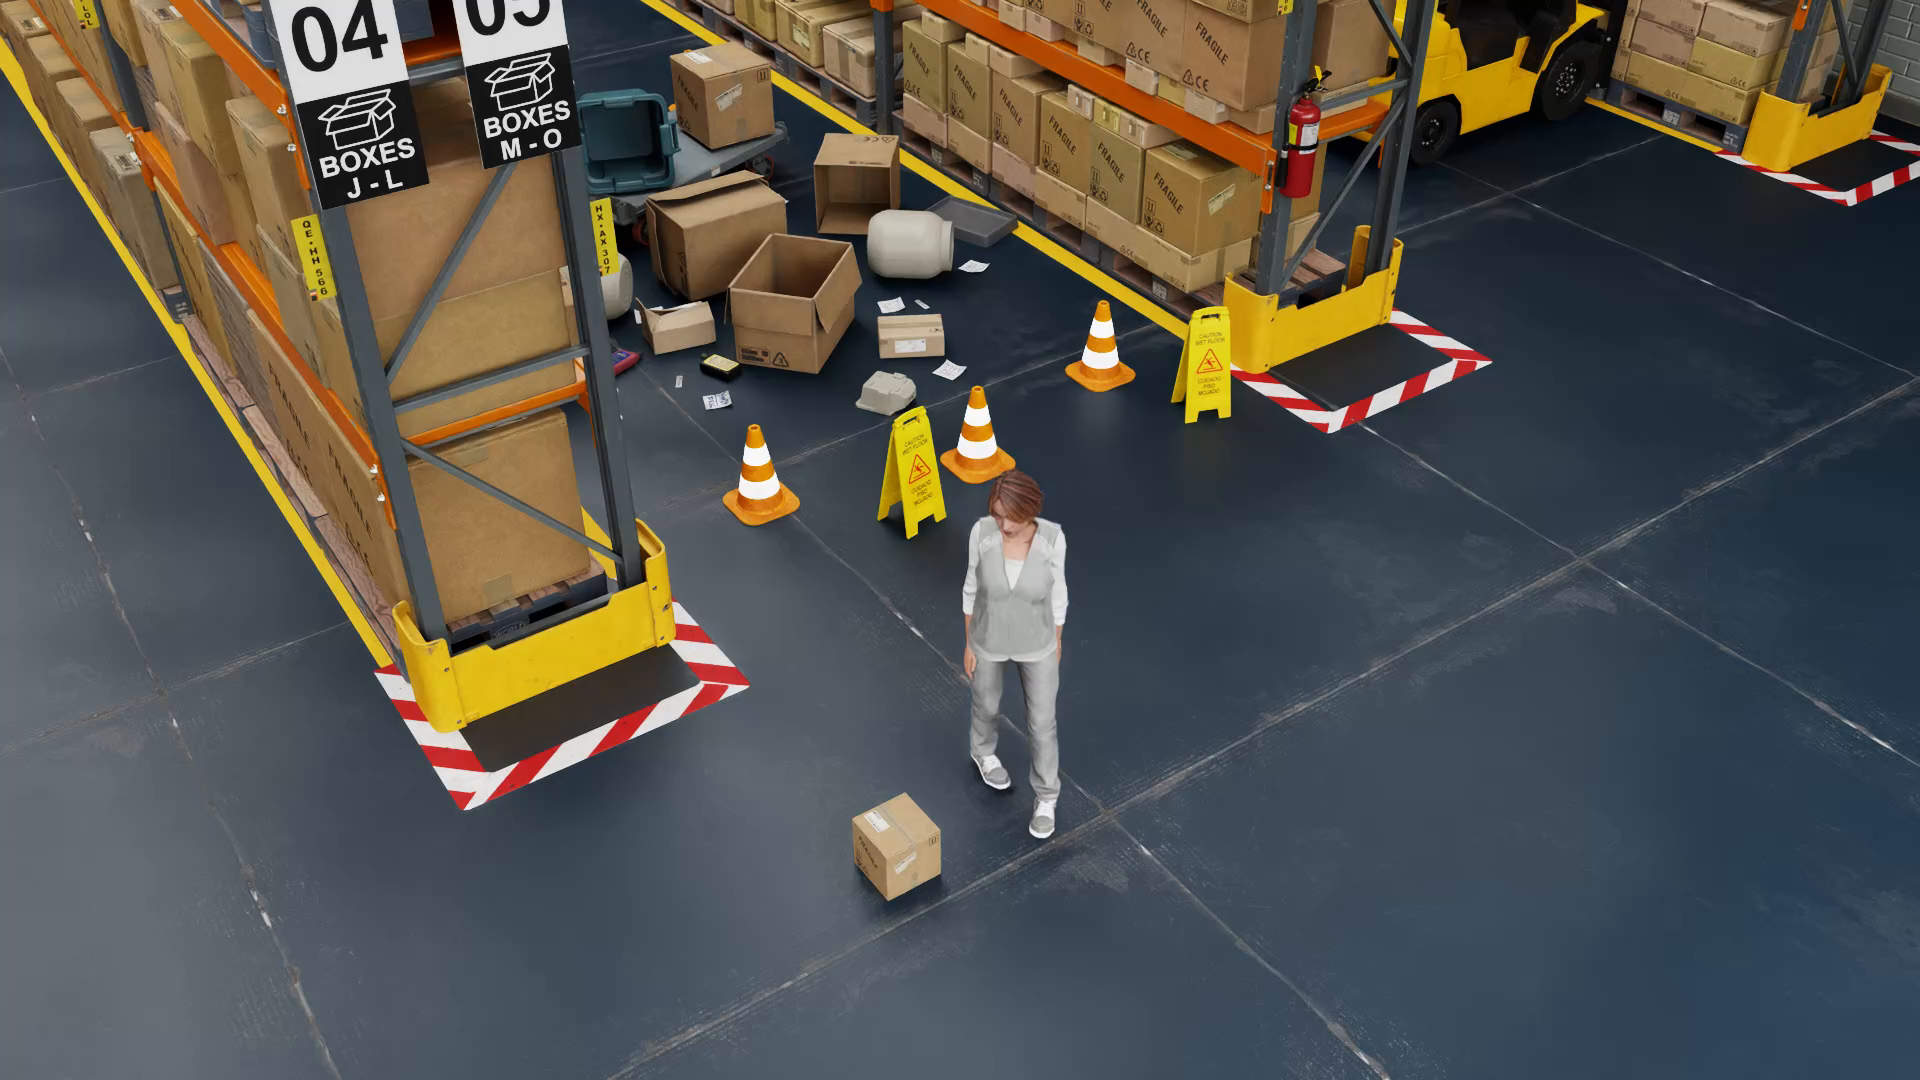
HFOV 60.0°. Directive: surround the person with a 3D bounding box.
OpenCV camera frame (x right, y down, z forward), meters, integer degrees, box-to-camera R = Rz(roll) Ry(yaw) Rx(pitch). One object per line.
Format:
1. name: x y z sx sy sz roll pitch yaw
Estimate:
1. person: 0.210 0.426 6.415 0.411 1.593 0.547 3 37 4
